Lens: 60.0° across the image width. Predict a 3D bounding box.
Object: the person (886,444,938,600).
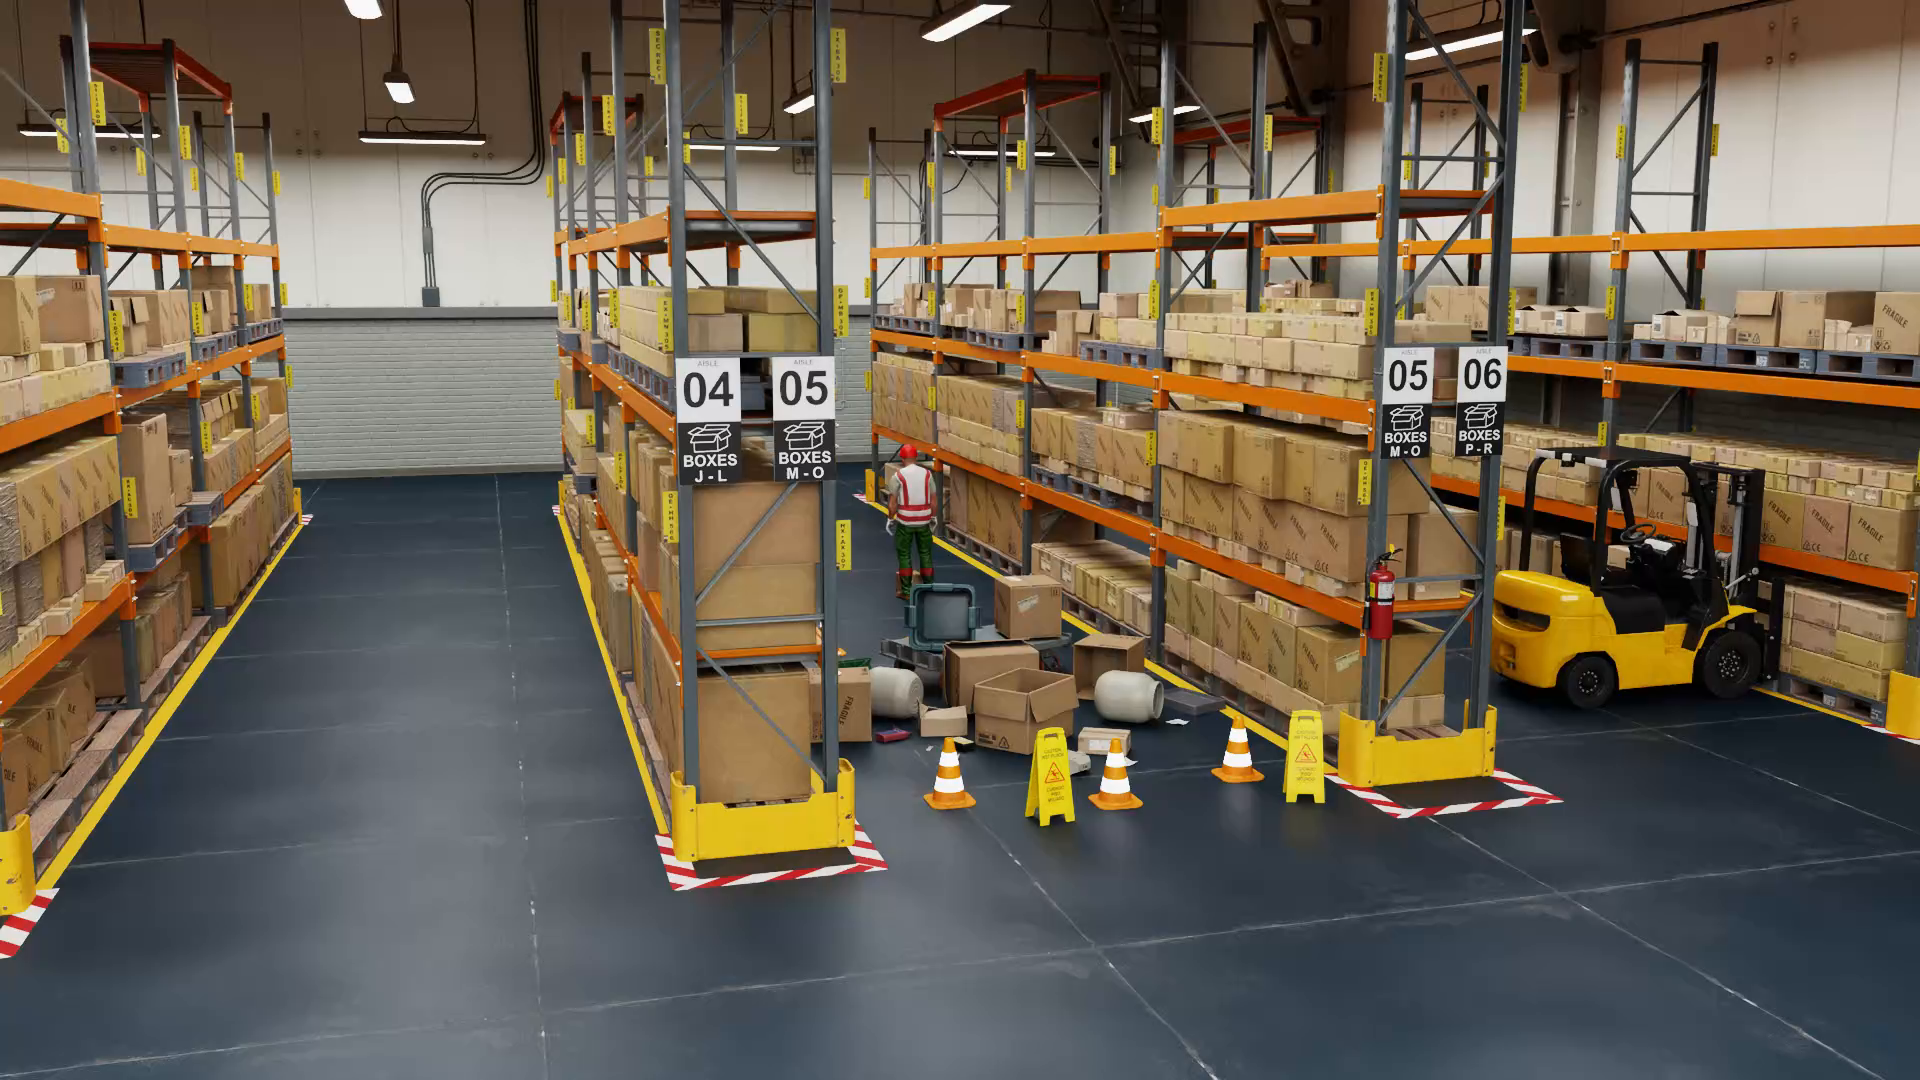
[{"bbox_3d":[-0.548,-0.211,19.129,0.623,1.780,0.447,-3,10,-18],"label":"person"}]
